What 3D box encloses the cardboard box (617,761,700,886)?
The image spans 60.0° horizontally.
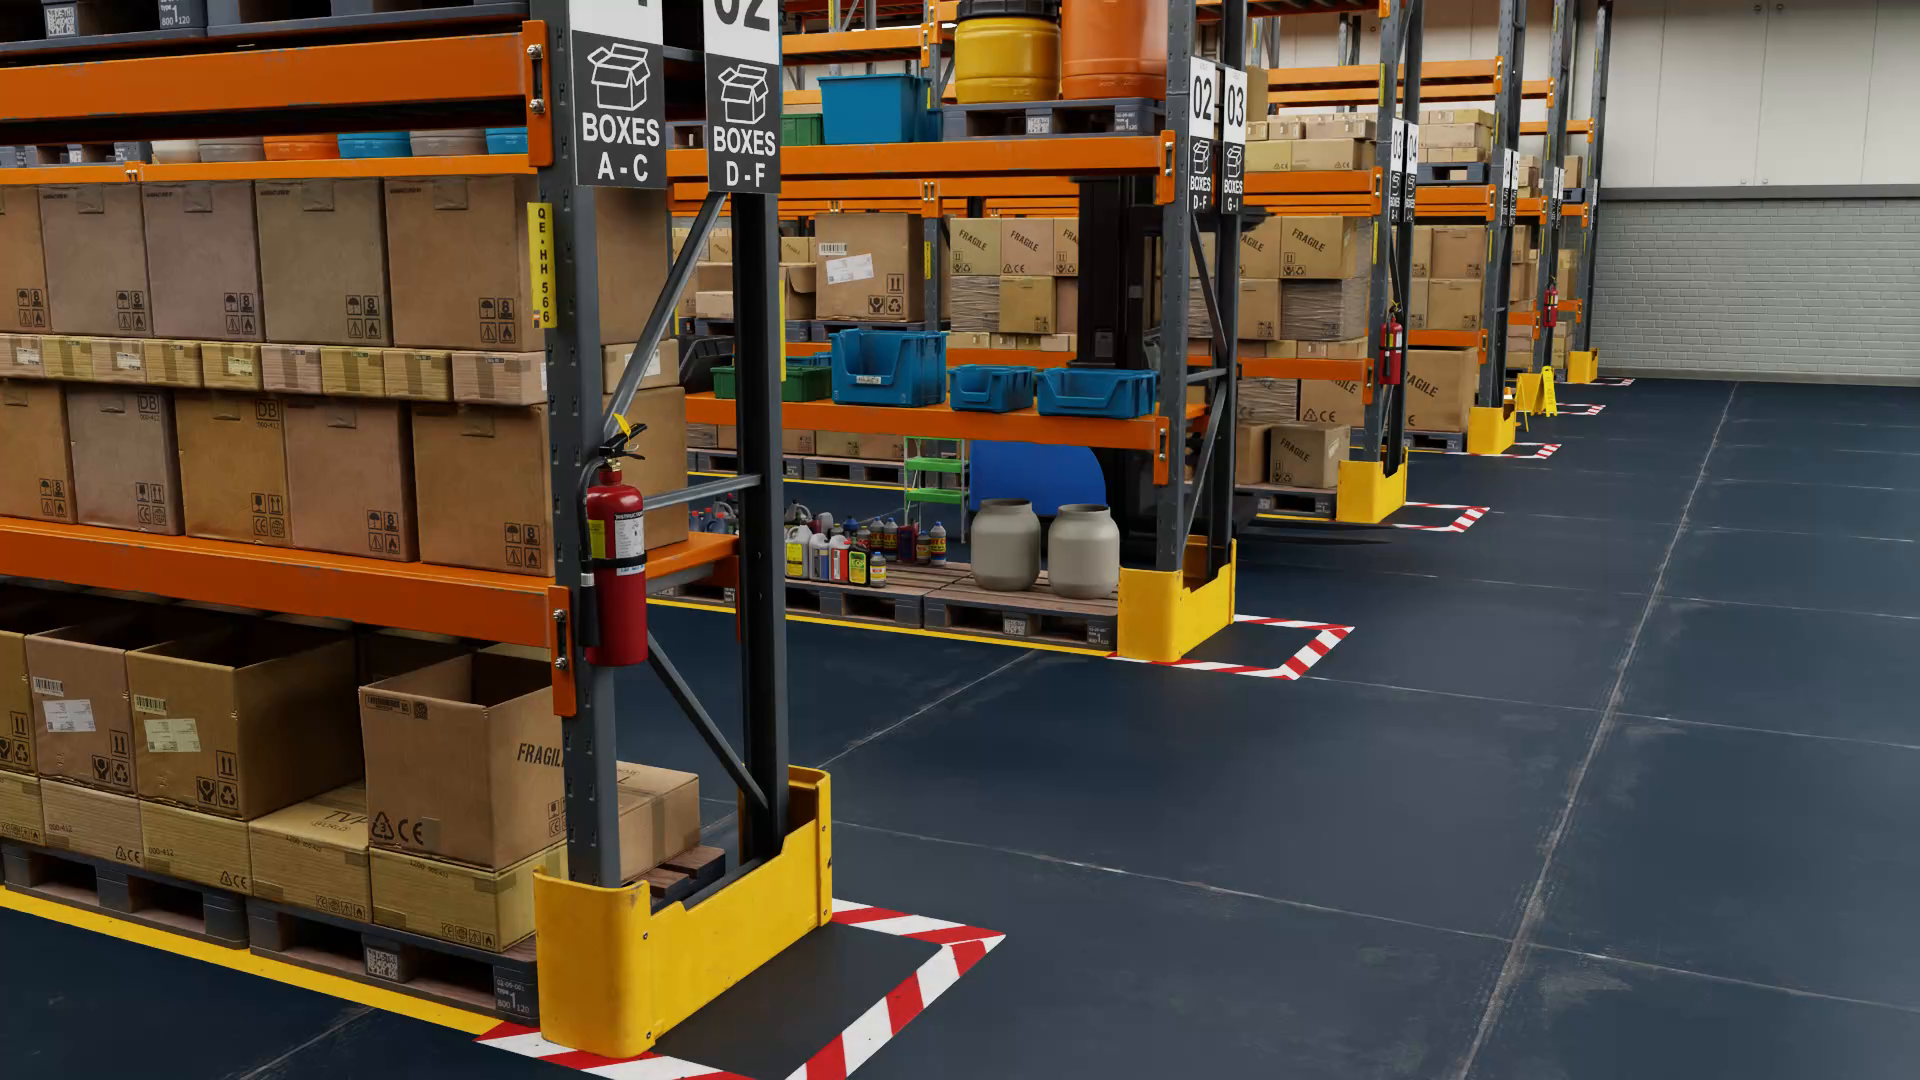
[{"bbox_3d":[-1.229,0.946,5.621,0.500,0.250,0.500,5,11,26],"label":"cardboard box"}]

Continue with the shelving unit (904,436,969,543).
[{"bbox_3d":[-0.148,-0.603,12.695,0.503,1.200,0.258,5,11,26],"label":"shelving unit"}]

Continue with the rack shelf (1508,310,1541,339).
[{"bbox_3d":[6.131,-3.090,23.403,4.000,0.370,1.077,5,11,26],"label":"rack shelf"}]

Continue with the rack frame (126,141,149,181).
[{"bbox_3d":[-5.826,-1.544,12.836,0.127,3.000,1.000,5,11,26],"label":"rack frame"}]

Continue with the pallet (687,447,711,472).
[{"bbox_3d":[-2.934,-0.901,17.114,1.213,0.211,1.003,5,11,26],"label":"pallet"}]

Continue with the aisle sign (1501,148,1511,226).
[{"bbox_3d":[5.756,-3.714,17.529,0.004,0.787,0.394,5,11,26],"label":"aisle sign"}]

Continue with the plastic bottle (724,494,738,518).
[{"bbox_3d":[-1.533,-0.137,11.265,0.185,0.351,0.144,5,11,24],"label":"plastic bottle"}]

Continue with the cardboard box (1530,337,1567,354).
[{"bbox_3d":[9.543,-3.168,26.949,0.500,0.250,0.500,5,11,25],"label":"cardboard box"}]

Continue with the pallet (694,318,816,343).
[{"bbox_3d":[-1.841,-2.091,16.398,1.213,0.211,1.003,5,11,26],"label":"pallet"}]

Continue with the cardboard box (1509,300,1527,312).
[{"bbox_3d":[7.495,-3.159,22.465,0.250,0.149,0.380,5,12,28],"label":"cardboard box"}]

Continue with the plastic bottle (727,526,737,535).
[{"bbox_3d":[-1.399,0.056,10.389,0.133,0.283,0.061,6,12,28],"label":"plastic bottle"}]

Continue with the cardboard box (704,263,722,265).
[{"bbox_3d":[-3.150,-3.562,21.845,0.250,0.149,0.380,6,12,29],"label":"cardboard box"}]

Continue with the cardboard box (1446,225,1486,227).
[{"bbox_3d":[6.920,-4.021,22.601,0.500,0.500,0.700,5,11,26],"label":"cardboard box"}]

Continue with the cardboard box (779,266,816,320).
[{"bbox_3d":[-1.642,-2.399,16.092,0.637,0.503,0.797,6,12,32],"label":"cardboard box"}]

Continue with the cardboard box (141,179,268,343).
[{"bbox_3d":[-2.233,-0.933,5.539,0.500,0.500,0.700,5,11,26],"label":"cardboard box"}]

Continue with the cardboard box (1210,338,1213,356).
[{"bbox_3d":[2.299,-1.650,14.129,0.250,0.149,0.380,5,11,26],"label":"cardboard box"}]

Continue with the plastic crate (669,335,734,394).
[{"bbox_3d":[-1.825,-1.136,10.760,0.504,0.338,0.767,5,11,26],"label":"plastic crate"}]

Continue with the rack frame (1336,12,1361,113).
[{"bbox_3d":[6.531,-7.347,28.058,0.127,3.000,1.000,5,11,26],"label":"rack frame"}]

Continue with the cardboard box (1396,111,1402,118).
[{"bbox_3d":[4.687,-4.522,17.875,0.250,0.149,0.380,5,12,27],"label":"cardboard box"}]

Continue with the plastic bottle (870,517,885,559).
[{"bbox_3d":[-0.537,-0.015,10.814,0.097,0.271,0.097,0,10,0],"label":"plastic bottle"}]

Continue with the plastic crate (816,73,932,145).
[{"bbox_3d":[-0.495,-2.483,9.652,0.575,0.384,0.392,5,11,26],"label":"plastic crate"}]

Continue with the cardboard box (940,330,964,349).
[{"bbox_3d":[0.013,-1.831,15.128,0.250,0.149,0.380,5,11,26],"label":"cardboard box"}]

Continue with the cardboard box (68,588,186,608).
[{"bbox_3d":[-3.028,0.422,6.414,0.500,0.500,0.500,5,11,26],"label":"cardboard box"}]

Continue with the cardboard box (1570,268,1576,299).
[{"bbox_3d":[9.797,-4.212,27.302,0.500,0.500,0.500,5,12,28],"label":"cardboard box"}]

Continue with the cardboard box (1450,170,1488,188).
[{"bbox_3d":[6.902,-4.875,22.405,0.500,0.250,0.500,5,11,25],"label":"cardboard box"}]

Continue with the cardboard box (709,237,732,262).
[{"bbox_3d":[-3.833,-4.808,27.785,0.500,0.500,0.500,5,11,25],"label":"cardboard box"}]

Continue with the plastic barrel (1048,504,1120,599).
[{"bbox_3d":[0.725,0.065,9.756,0.421,0.512,0.421,0,10,0],"label":"plastic barrel"}]

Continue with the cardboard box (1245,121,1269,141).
[{"bbox_3d":[2.442,-3.334,13.607,0.250,0.149,0.380,5,11,26],"label":"cardboard box"}]

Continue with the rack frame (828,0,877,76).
[{"bbox_3d":[-1.349,-6.071,21.005,0.127,3.000,1.000,5,11,26],"label":"rack frame"}]

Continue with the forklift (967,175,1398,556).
[{"bbox_3d":[1.629,-1.352,11.970,3.031,2.935,1.130,3,11,19],"label":"forklift"}]

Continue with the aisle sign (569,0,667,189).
[{"bbox_3d":[-0.918,-1.349,4.464,0.004,0.787,0.394,5,11,26],"label":"aisle sign"}]

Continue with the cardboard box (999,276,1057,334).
[{"bbox_3d":[0.762,-2.125,14.930,0.500,0.500,0.875,5,11,26],"label":"cardboard box"}]

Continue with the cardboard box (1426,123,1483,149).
[{"bbox_3d":[5.263,-4.287,17.696,0.500,0.250,0.500,5,11,27],"label":"cardboard box"}]

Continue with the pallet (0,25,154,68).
[{"bbox_3d":[-3.657,-1.807,6.117,1.213,0.211,1.003,5,11,26],"label":"pallet"}]

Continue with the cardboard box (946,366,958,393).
[{"bbox_3d":[-0.057,-2.088,20.980,0.750,0.750,1.050,5,11,27],"label":"cardboard box"}]

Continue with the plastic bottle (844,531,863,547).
[{"bbox_3d":[-0.660,0.091,10.196,0.133,0.283,0.061,5,11,26],"label":"plastic bottle"}]

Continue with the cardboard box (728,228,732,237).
[{"bbox_3d":[-3.661,-5.126,27.719,0.250,0.149,0.380,5,11,26],"label":"cardboard box"}]

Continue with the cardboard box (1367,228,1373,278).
[{"bbox_3d":[4.534,-3.223,18.664,0.550,0.550,0.875,5,11,26],"label":"cardboard box"}]

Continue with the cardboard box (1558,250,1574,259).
[{"bbox_3d":[9.703,-4.589,26.727,0.250,0.149,0.380,5,11,26],"label":"cardboard box"}]

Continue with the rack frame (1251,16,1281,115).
[{"bbox_3d":[4.338,-6.554,23.676,0.127,3.000,1.000,5,11,26],"label":"rack frame"}]

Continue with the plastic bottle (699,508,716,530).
[{"bbox_3d":[-1.635,-0.034,10.701,0.185,0.351,0.144,5,11,26],"label":"plastic bottle"}]

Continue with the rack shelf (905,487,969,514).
[{"bbox_3d":[-0.148,-0.304,12.750,0.480,0.148,0.258,5,11,26],"label":"rack shelf"}]

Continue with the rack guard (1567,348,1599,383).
[{"bbox_3d":[10.139,-2.848,27.063,0.348,0.500,1.175,5,11,26],"label":"rack guard"}]

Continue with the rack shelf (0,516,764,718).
[{"bbox_3d":[-2.640,0.074,5.918,4.000,0.370,1.077,5,11,26],"label":"rack shelf"}]

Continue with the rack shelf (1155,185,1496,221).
[{"bbox_3d":[4.032,-3.768,18.724,4.000,0.370,1.077,5,11,26],"label":"rack shelf"}]

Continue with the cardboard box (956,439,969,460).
[{"bbox_3d":[0.294,-0.958,15.441,0.500,0.500,0.500,5,11,24],"label":"cardboard box"}]

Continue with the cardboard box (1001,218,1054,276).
[{"bbox_3d":[0.693,-2.592,14.704,0.500,0.500,0.500,5,11,26],"label":"cardboard box"}]

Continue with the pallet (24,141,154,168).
[{"bbox_3d":[-6.468,-3.002,13.005,1.213,0.211,1.003,5,11,26],"label":"pallet"}]

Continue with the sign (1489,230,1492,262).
[{"bbox_3d":[5.573,-3.089,17.459,0.005,0.325,0.100,5,11,26],"label":"sign"}]

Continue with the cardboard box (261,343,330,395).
[{"bbox_3d":[-1.963,-0.551,5.250,0.250,0.149,0.380,5,11,27],"label":"cardboard box"}]

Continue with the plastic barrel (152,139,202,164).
[{"bbox_3d":[-5.683,-3.001,12.153,0.421,0.512,0.421,0,10,0],"label":"plastic barrel"}]

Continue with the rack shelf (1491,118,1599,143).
[{"bbox_3d":[8.324,-6.639,27.287,4.000,0.370,1.077,5,11,26],"label":"rack shelf"}]

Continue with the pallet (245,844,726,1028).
[{"bbox_3d":[-1.551,1.196,5.528,1.213,0.211,1.003,5,11,26],"label":"pallet"}]

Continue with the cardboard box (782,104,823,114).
[{"bbox_3d":[-1.270,-3.880,15.853,0.637,0.503,0.797,6,12,28],"label":"cardboard box"}]

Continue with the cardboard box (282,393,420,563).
[{"bbox_3d":[-1.733,-0.251,5.413,0.500,0.500,0.700,5,12,27],"label":"cardboard box"}]

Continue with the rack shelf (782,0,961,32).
[{"bbox_3d":[-1.043,-8.308,26.056,4.000,0.370,1.077,5,11,26],"label":"rack shelf"}]
